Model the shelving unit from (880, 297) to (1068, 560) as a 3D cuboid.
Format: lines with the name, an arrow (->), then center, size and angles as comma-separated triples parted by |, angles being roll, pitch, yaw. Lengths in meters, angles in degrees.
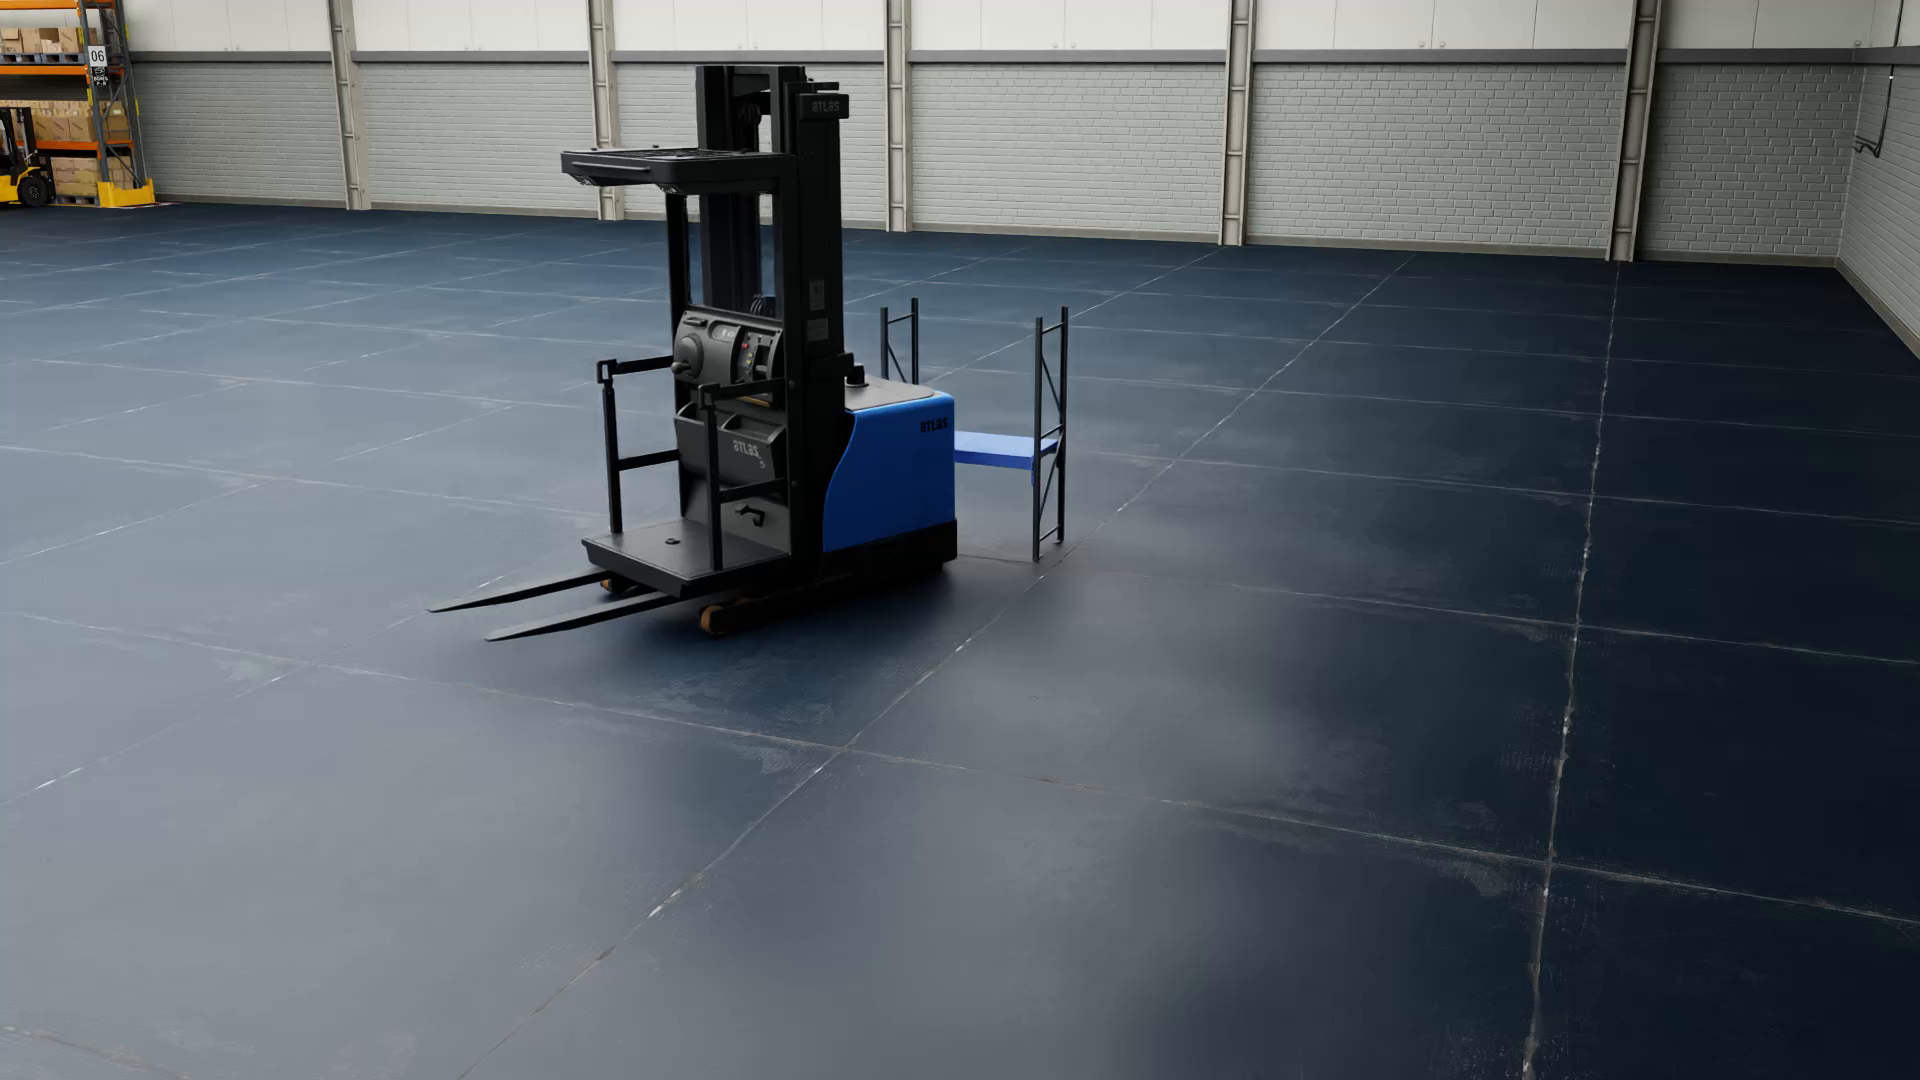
shelving unit -> 0.089, -0.715, 10.446 | 1.048, 1.500, 0.538 | 7, 17, 22

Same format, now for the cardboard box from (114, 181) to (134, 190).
cardboard box -> -17.889, -7.473, 35.214 | 0.500, 0.250, 0.500 | 6, 17, 21

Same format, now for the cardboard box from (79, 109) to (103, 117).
cardboard box -> -17.929, -8.813, 34.309 | 0.250, 0.149, 0.380 | 7, 17, 21

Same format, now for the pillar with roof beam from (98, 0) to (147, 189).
pillar with roof beam -> -19.400, -10.560, 30.909 | 0.400, 9.000, 9.100 | 6, 17, 21

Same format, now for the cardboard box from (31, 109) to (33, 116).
cardboard box -> -19.331, -8.987, 34.907 | 0.250, 0.149, 0.380 | 6, 17, 20

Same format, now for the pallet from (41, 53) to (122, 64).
pallet -> -18.152, -9.968, 34.408 | 1.213, 0.211, 1.003 | 6, 17, 21

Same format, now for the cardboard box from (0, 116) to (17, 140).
cardboard box -> -19.946, -8.735, 35.201 | 0.500, 0.500, 0.500 | 6, 17, 20

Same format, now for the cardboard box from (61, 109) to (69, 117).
cardboard box -> -18.397, -8.874, 34.518 | 0.250, 0.149, 0.380 | 7, 17, 22

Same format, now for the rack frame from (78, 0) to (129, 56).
rack frame -> -17.504, -11.372, 33.705 | 0.127, 3.000, 1.000 | 6, 17, 21

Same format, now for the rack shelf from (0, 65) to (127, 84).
rack shelf -> -19.364, -9.791, 34.928 | 4.000, 0.370, 1.077 | 6, 17, 21

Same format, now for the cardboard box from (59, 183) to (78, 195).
cardboard box -> -18.516, -7.392, 34.933 | 0.500, 0.250, 0.500 | 6, 17, 21

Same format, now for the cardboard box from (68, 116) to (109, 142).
cardboard box -> -18.058, -8.521, 34.466 | 0.500, 0.500, 0.500 | 6, 17, 19

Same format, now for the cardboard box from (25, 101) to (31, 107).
cardboard box -> -19.343, -9.131, 34.869 | 0.250, 0.149, 0.380 | 7, 17, 21

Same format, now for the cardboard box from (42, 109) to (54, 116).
cardboard box -> -18.889, -8.917, 34.668 | 0.250, 0.149, 0.380 | 6, 17, 19

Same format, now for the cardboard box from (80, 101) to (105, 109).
cardboard box -> -17.914, -8.975, 34.333 | 0.250, 0.149, 0.380 | 6, 17, 21

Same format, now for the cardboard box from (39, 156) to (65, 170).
cardboard box -> -18.997, -7.918, 34.954 | 0.500, 0.250, 0.500 | 7, 17, 21

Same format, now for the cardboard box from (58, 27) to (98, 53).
cardboard box -> -18.005, -10.211, 33.975 | 0.500, 0.500, 0.500 | 7, 18, 22

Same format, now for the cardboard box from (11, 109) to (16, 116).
cardboard box -> -19.845, -9.020, 35.022 | 0.250, 0.149, 0.380 | 6, 17, 19

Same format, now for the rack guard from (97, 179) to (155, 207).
rack guard -> -17.482, -7.288, 34.881 | 0.348, 0.500, 1.175 | 6, 17, 21

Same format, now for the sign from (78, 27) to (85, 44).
sign -> -17.716, -10.179, 33.531 | 0.005, 0.325, 0.100 | 6, 17, 21

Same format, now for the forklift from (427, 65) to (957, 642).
forklift -> -1.437, -1.055, 9.051 | 3.031, 2.935, 1.130 | -15, 22, -41

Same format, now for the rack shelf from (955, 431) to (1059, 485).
rack shelf -> 0.089, -0.542, 10.496 | 1.000, 0.185, 0.538 | 7, 17, 22

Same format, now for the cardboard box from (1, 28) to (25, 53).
cardboard box -> -19.451, -10.413, 34.665 | 0.637, 0.503, 0.797 | 7, 18, 22

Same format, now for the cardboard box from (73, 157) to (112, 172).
cardboard box -> -18.047, -7.818, 34.610 | 0.500, 0.250, 0.500 | 7, 18, 22

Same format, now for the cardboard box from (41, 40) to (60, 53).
cardboard box -> -18.622, -10.149, 34.179 | 0.258, 0.266, 0.396 | 6, 17, 21

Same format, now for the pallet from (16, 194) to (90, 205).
pallet -> -19.362, -7.344, 35.593 | 1.213, 0.211, 1.003 | 6, 17, 21

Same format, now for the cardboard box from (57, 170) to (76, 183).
cardboard box -> -18.534, -7.635, 34.875 | 0.500, 0.250, 0.500 | 6, 17, 20

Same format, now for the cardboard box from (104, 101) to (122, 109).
cardboard box -> -17.738, -9.083, 34.705 | 0.250, 0.149, 0.380 | 6, 17, 20

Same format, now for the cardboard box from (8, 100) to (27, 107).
cardboard box -> -19.810, -9.182, 35.044 | 0.250, 0.149, 0.380 | 6, 17, 20

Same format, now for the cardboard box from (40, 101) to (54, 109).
cardboard box -> -18.896, -9.055, 34.607 | 0.250, 0.149, 0.380 | 7, 18, 22

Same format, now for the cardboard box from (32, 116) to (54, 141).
cardboard box -> -19.014, -8.629, 34.837 | 0.500, 0.500, 0.500 | 6, 17, 20

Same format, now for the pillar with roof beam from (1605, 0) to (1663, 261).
pillar with roof beam -> 8.507, -7.492, 20.338 | 0.400, 9.000, 9.100 | 6, 17, 21

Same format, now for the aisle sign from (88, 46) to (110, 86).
aisle sign -> -17.551, -9.656, 33.893 | 0.004, 0.787, 0.394 | 6, 17, 21

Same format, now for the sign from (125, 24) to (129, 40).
sign -> -17.295, -10.533, 34.484 | 0.005, 0.325, 0.100 | 6, 17, 21

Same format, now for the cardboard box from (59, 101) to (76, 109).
cardboard box -> -18.409, -9.012, 34.460 | 0.250, 0.149, 0.380 | 7, 17, 22

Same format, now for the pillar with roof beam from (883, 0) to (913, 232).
pillar with roof beam -> -2.656, -8.719, 24.567 | 0.400, 9.000, 9.100 | 6, 17, 21

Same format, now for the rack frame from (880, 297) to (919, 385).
rack frame -> -0.379, -0.770, 10.636 | 0.032, 1.500, 0.500 | 7, 17, 22

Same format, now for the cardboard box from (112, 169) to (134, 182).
cardboard box -> -17.865, -7.714, 35.148 | 0.500, 0.250, 0.500 | 7, 17, 22

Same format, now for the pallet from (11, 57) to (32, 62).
pallet -> -20.422, -10.218, 35.267 | 1.213, 0.211, 1.003 | 6, 17, 21
